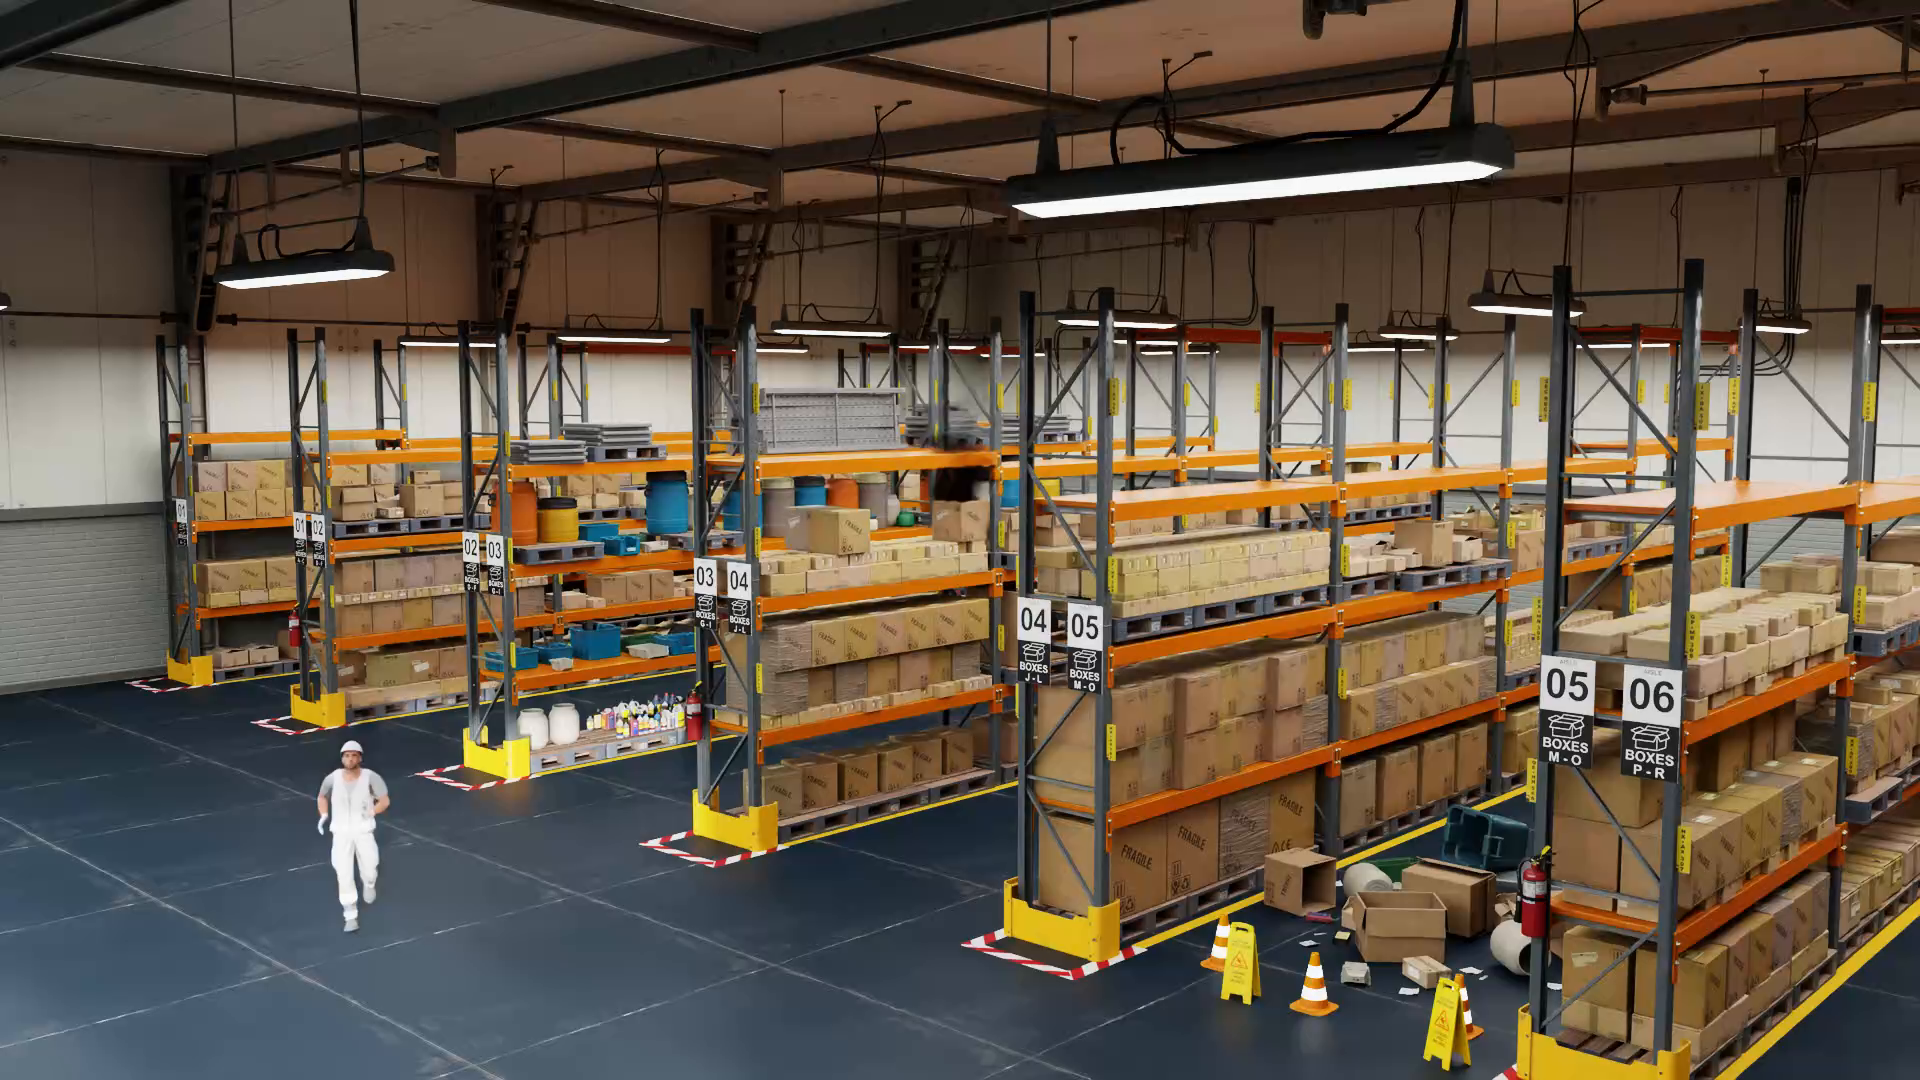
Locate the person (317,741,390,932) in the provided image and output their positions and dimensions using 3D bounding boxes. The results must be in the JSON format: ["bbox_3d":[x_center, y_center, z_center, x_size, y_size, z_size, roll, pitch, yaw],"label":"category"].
[{"bbox_3d":[-5.809,2.795,15.933,0.669,1.760,0.867,-1,6,-14],"label":"person"}]
